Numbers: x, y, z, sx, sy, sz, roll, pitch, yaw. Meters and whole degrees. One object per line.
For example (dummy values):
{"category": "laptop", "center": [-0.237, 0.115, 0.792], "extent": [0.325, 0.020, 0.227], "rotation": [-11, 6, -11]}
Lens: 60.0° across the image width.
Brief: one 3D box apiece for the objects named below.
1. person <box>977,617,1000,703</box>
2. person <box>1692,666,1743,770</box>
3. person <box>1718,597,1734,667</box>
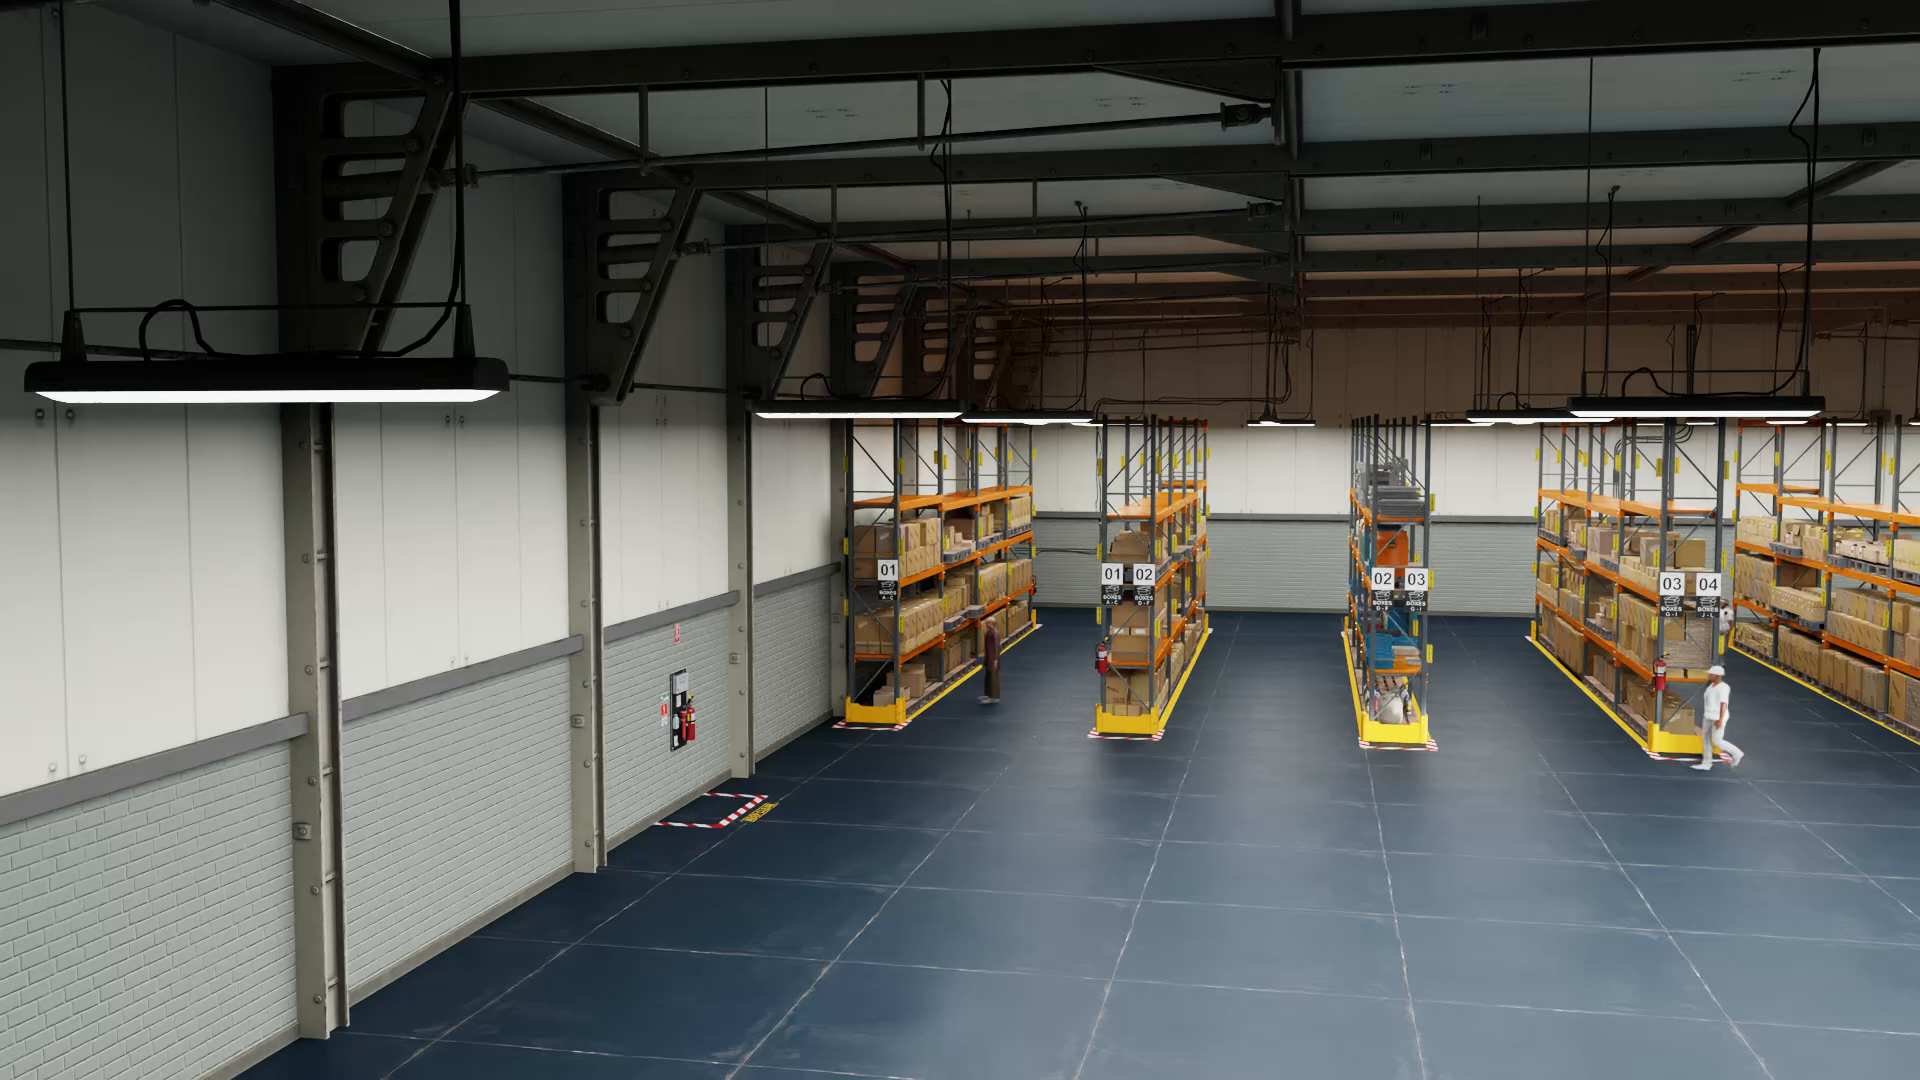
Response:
{"category": "person", "center": [0.603, 2.501, 34.854], "extent": [0.452, 1.782, 0.645], "rotation": [-1, 4, -14]}
{"category": "person", "center": [12.691, 2.983, 27.842], "extent": [0.761, 1.761, 0.551], "rotation": [-1, 4, -11]}
{"category": "person", "center": [18.422, 2.225, 40.129], "extent": [0.425, 1.703, 0.646], "rotation": [1, 4, 20]}
